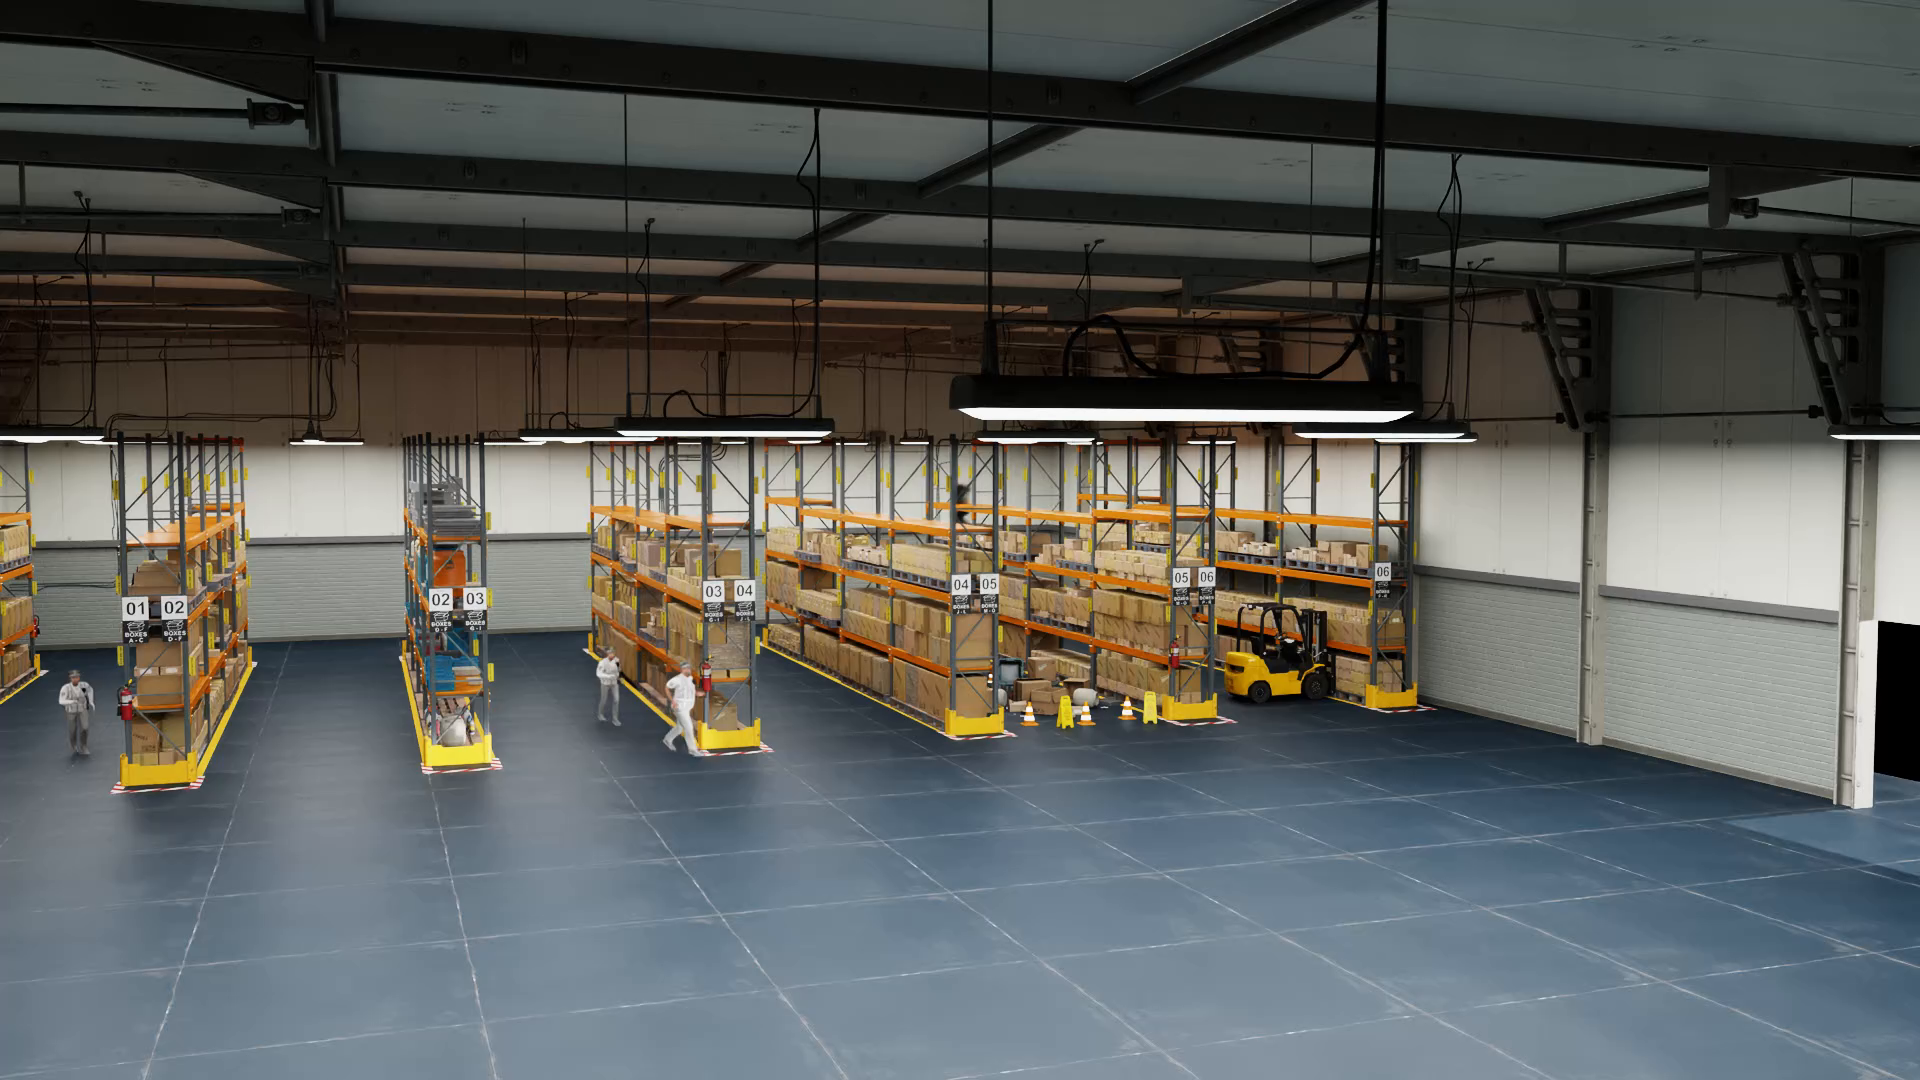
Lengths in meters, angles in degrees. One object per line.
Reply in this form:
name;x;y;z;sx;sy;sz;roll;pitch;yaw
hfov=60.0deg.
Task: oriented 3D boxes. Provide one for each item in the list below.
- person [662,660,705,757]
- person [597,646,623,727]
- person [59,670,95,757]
person;-5.158;3.107;30.882;0.974;1.775;0.680;1;3;21
person;-7.260;2.994;34.347;0.602;1.658;0.939;-2;4;-31
person;-16.416;3.202;30.921;0.594;1.635;0.922;-2;4;-31
